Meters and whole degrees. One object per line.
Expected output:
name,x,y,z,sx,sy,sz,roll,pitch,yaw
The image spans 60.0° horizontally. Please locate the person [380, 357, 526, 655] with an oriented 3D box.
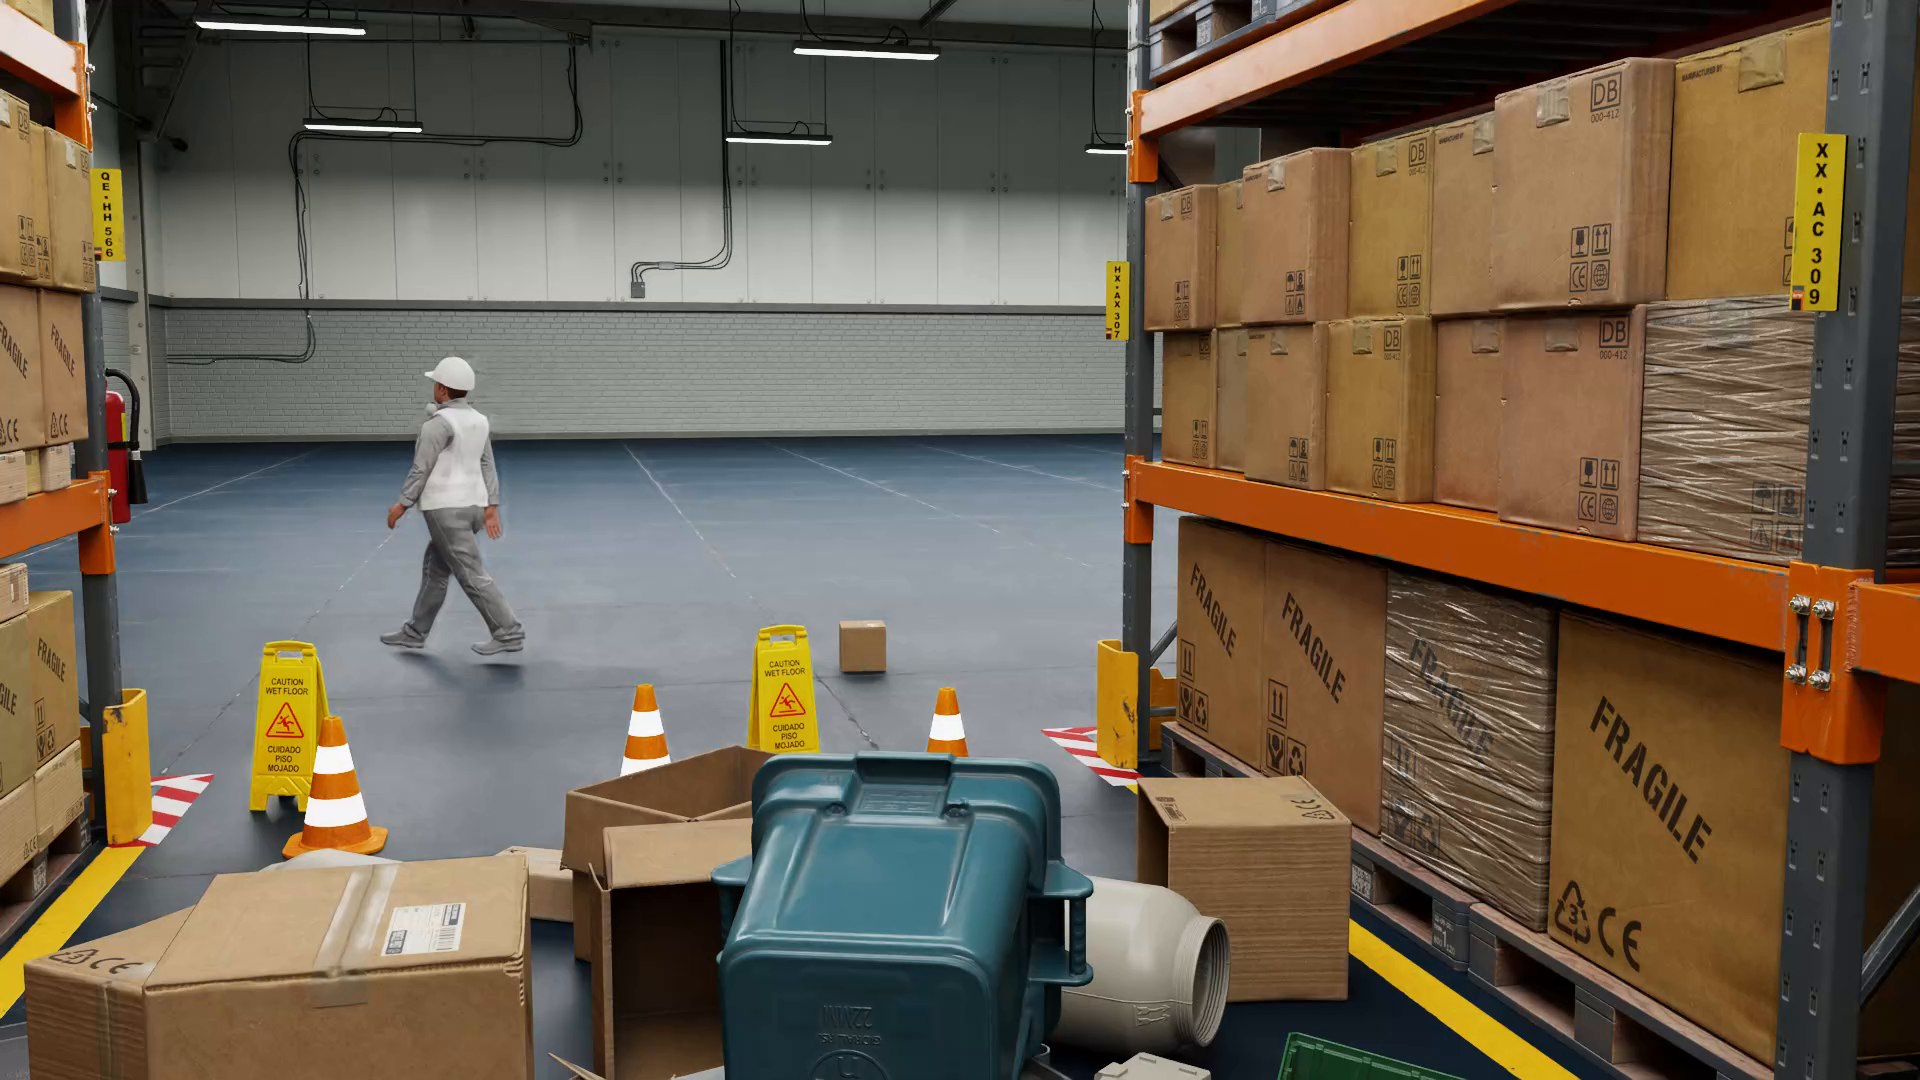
person,-2.991,-0.193,9.594,1.038,1.716,0.532,2,6,14
